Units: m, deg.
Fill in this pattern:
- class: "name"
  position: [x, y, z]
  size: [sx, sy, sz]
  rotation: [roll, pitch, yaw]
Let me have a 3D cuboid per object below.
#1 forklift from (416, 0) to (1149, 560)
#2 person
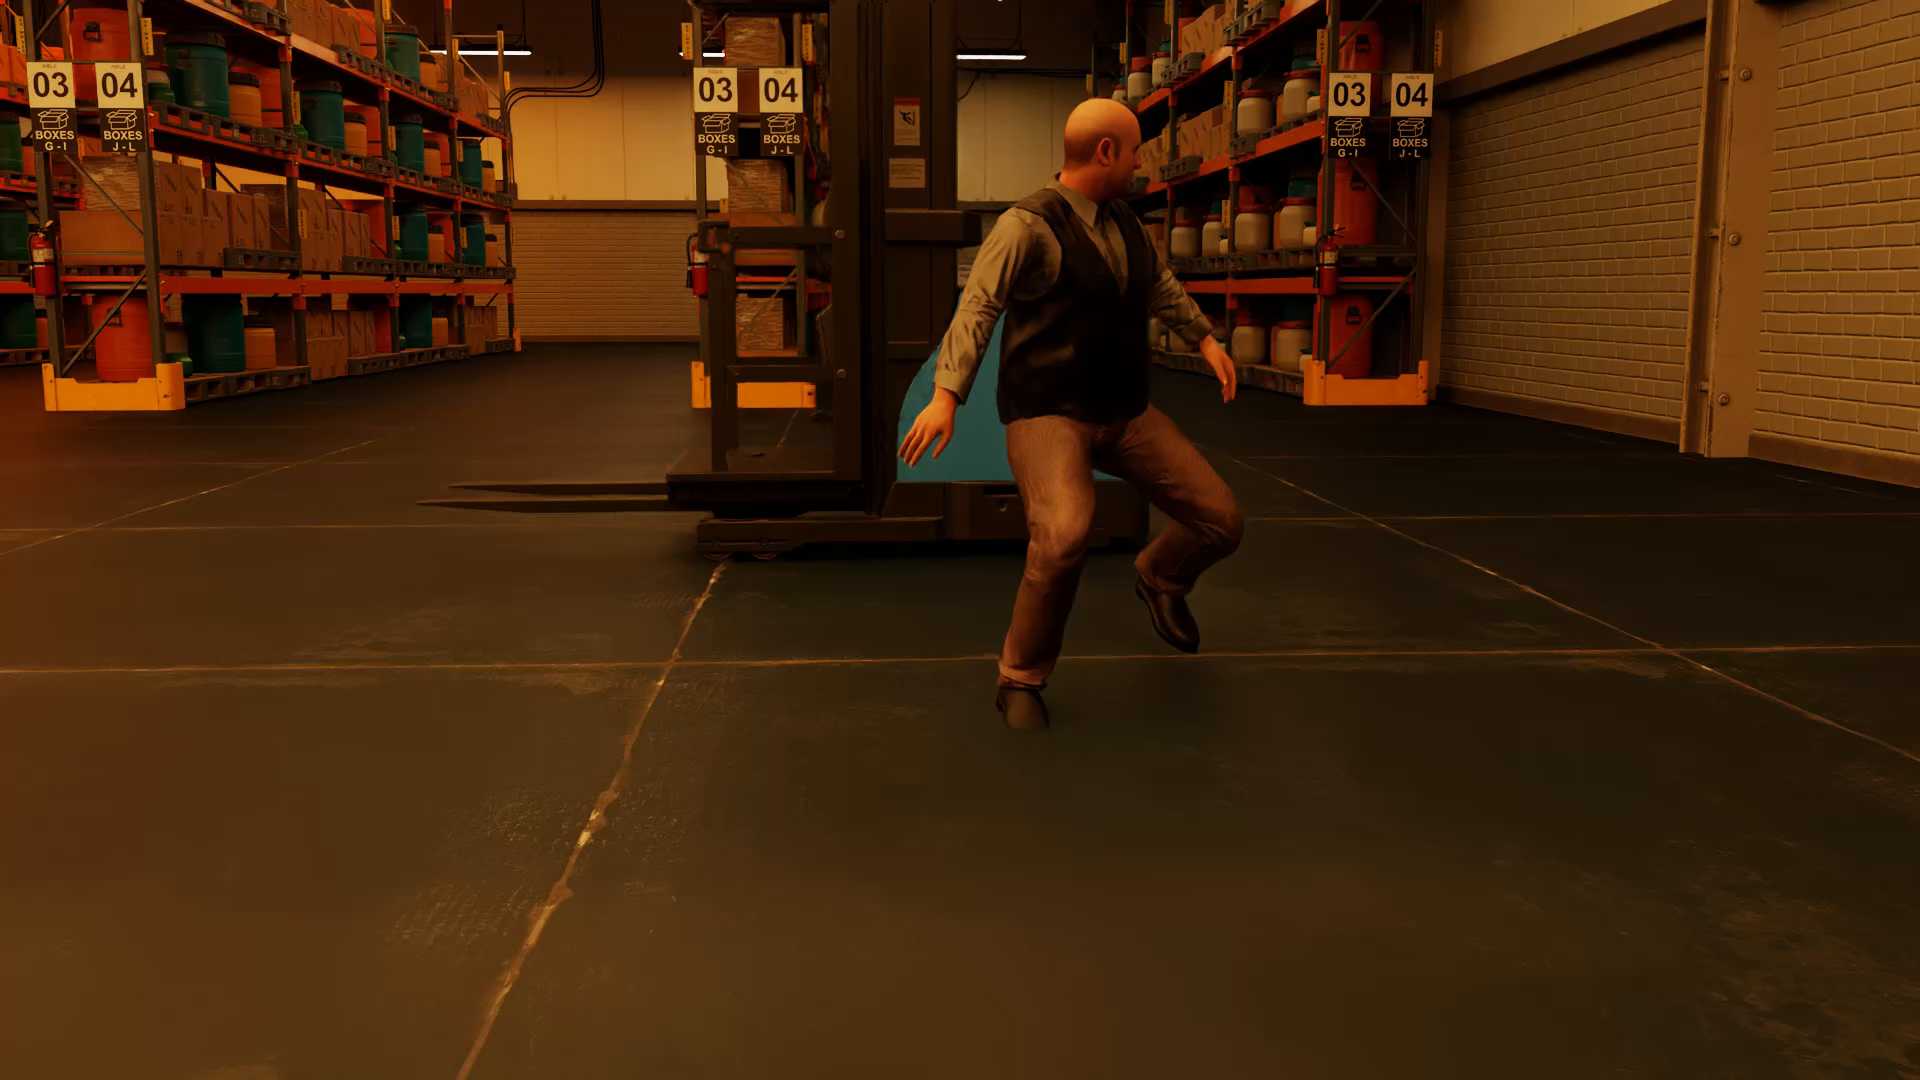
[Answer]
- class: "forklift"
  position: [-0.751, -1.448, 7.085]
  size: [3.031, 2.935, 1.130]
  rotation: [-1, 8, -5]
- class: "person"
  position: [0.318, -0.328, 4.347]
  size: [1.099, 1.606, 0.502]
  rotation: [-7, 11, -38]
